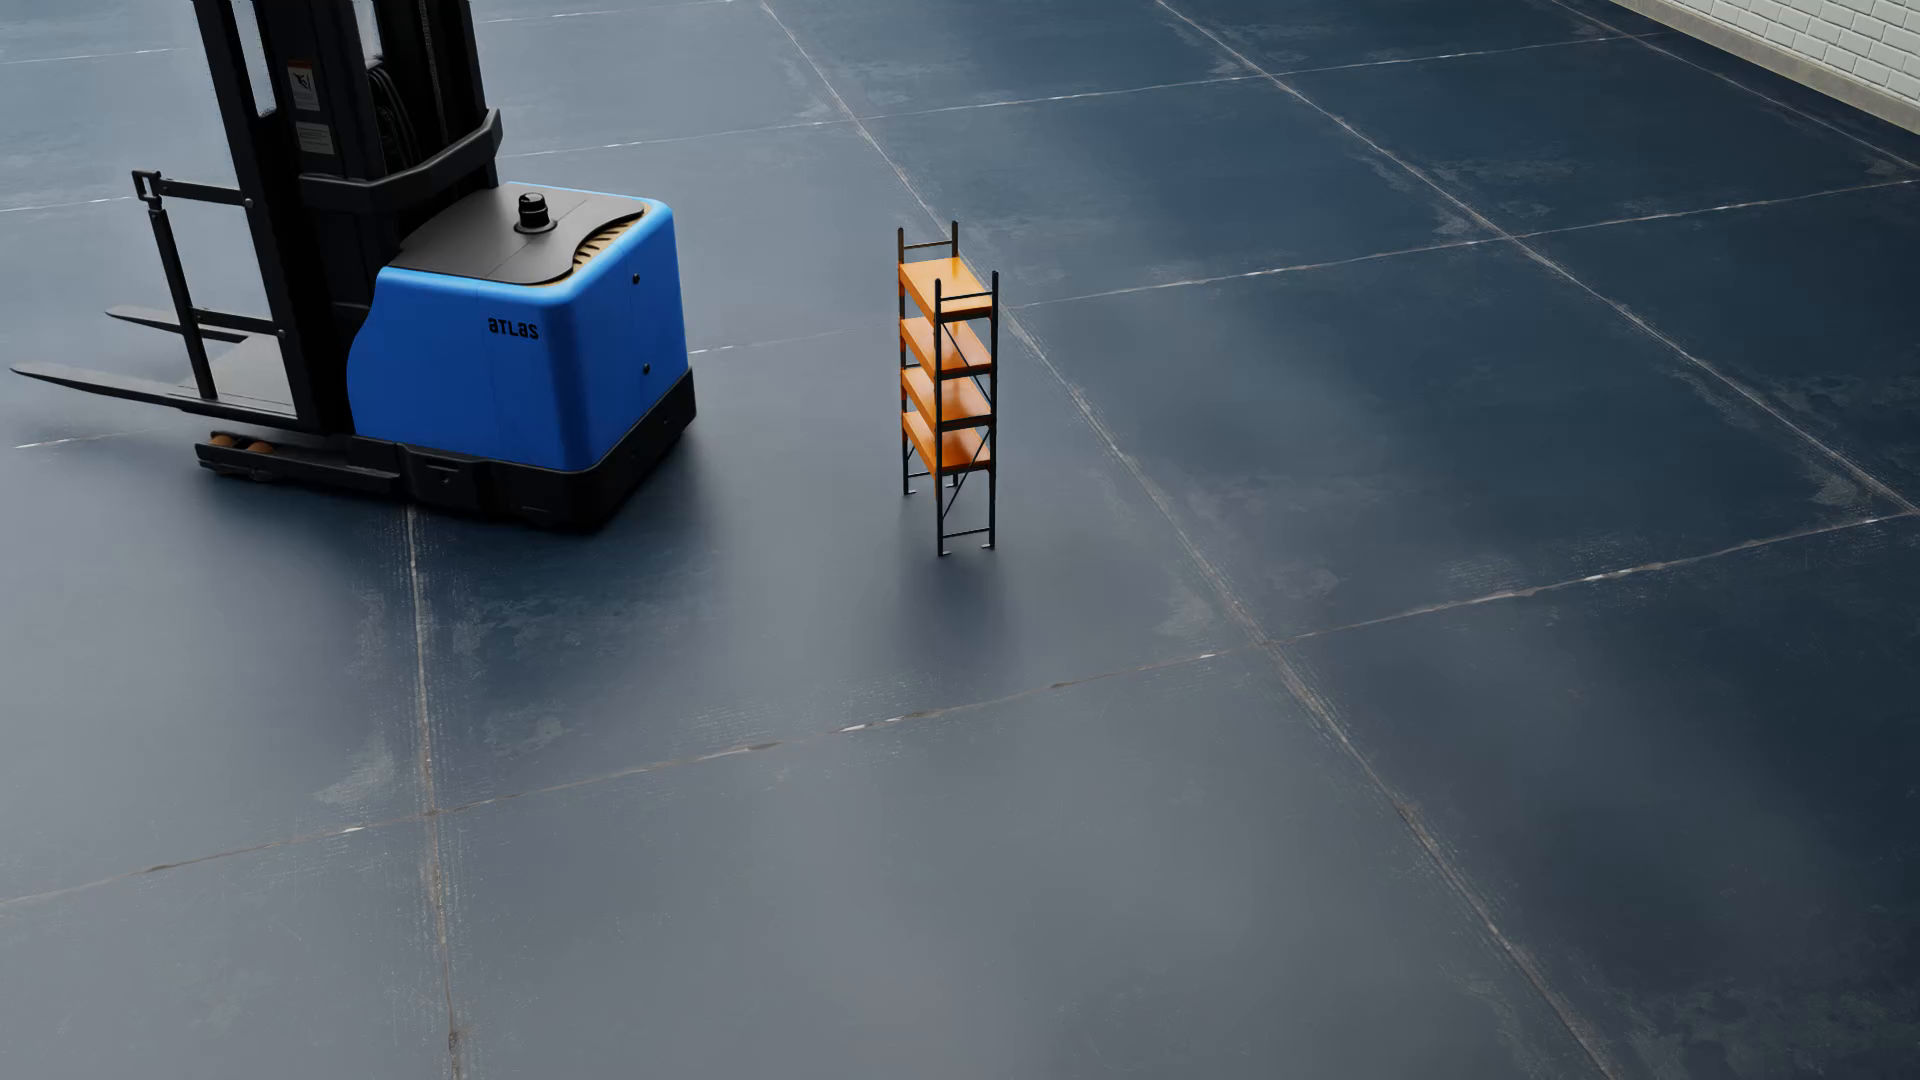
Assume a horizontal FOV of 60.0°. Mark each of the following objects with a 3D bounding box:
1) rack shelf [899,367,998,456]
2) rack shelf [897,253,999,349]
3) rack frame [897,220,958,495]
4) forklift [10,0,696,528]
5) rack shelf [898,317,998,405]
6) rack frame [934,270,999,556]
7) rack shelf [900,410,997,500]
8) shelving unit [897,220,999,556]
[{"bbox_3d":[-0.050,-0.531,6.588,0.258,0.148,0.480,-10,35,-15],"label":"rack shelf"},{"bbox_3d":[-0.050,-0.915,6.334,0.258,0.148,0.480,-10,35,-15],"label":"rack shelf"},{"bbox_3d":[-0.125,-0.716,6.745,0.240,1.200,0.015,-10,35,-15],"label":"rack frame"},{"bbox_3d":[-2.760,-1.739,6.723,3.031,2.935,1.130,10,35,15],"label":"forklift"},{"bbox_3d":[-0.050,-0.718,6.465,0.258,0.148,0.480,-10,35,-15],"label":"rack shelf"},{"bbox_3d":[0.024,-0.459,6.357,0.240,1.200,0.015,-10,35,-15],"label":"rack frame"},{"bbox_3d":[-0.050,-0.366,6.697,0.258,0.148,0.480,-10,35,-15],"label":"rack shelf"},{"bbox_3d":[-0.050,-0.587,6.551,0.258,1.200,0.503,-10,35,-15],"label":"shelving unit"}]
